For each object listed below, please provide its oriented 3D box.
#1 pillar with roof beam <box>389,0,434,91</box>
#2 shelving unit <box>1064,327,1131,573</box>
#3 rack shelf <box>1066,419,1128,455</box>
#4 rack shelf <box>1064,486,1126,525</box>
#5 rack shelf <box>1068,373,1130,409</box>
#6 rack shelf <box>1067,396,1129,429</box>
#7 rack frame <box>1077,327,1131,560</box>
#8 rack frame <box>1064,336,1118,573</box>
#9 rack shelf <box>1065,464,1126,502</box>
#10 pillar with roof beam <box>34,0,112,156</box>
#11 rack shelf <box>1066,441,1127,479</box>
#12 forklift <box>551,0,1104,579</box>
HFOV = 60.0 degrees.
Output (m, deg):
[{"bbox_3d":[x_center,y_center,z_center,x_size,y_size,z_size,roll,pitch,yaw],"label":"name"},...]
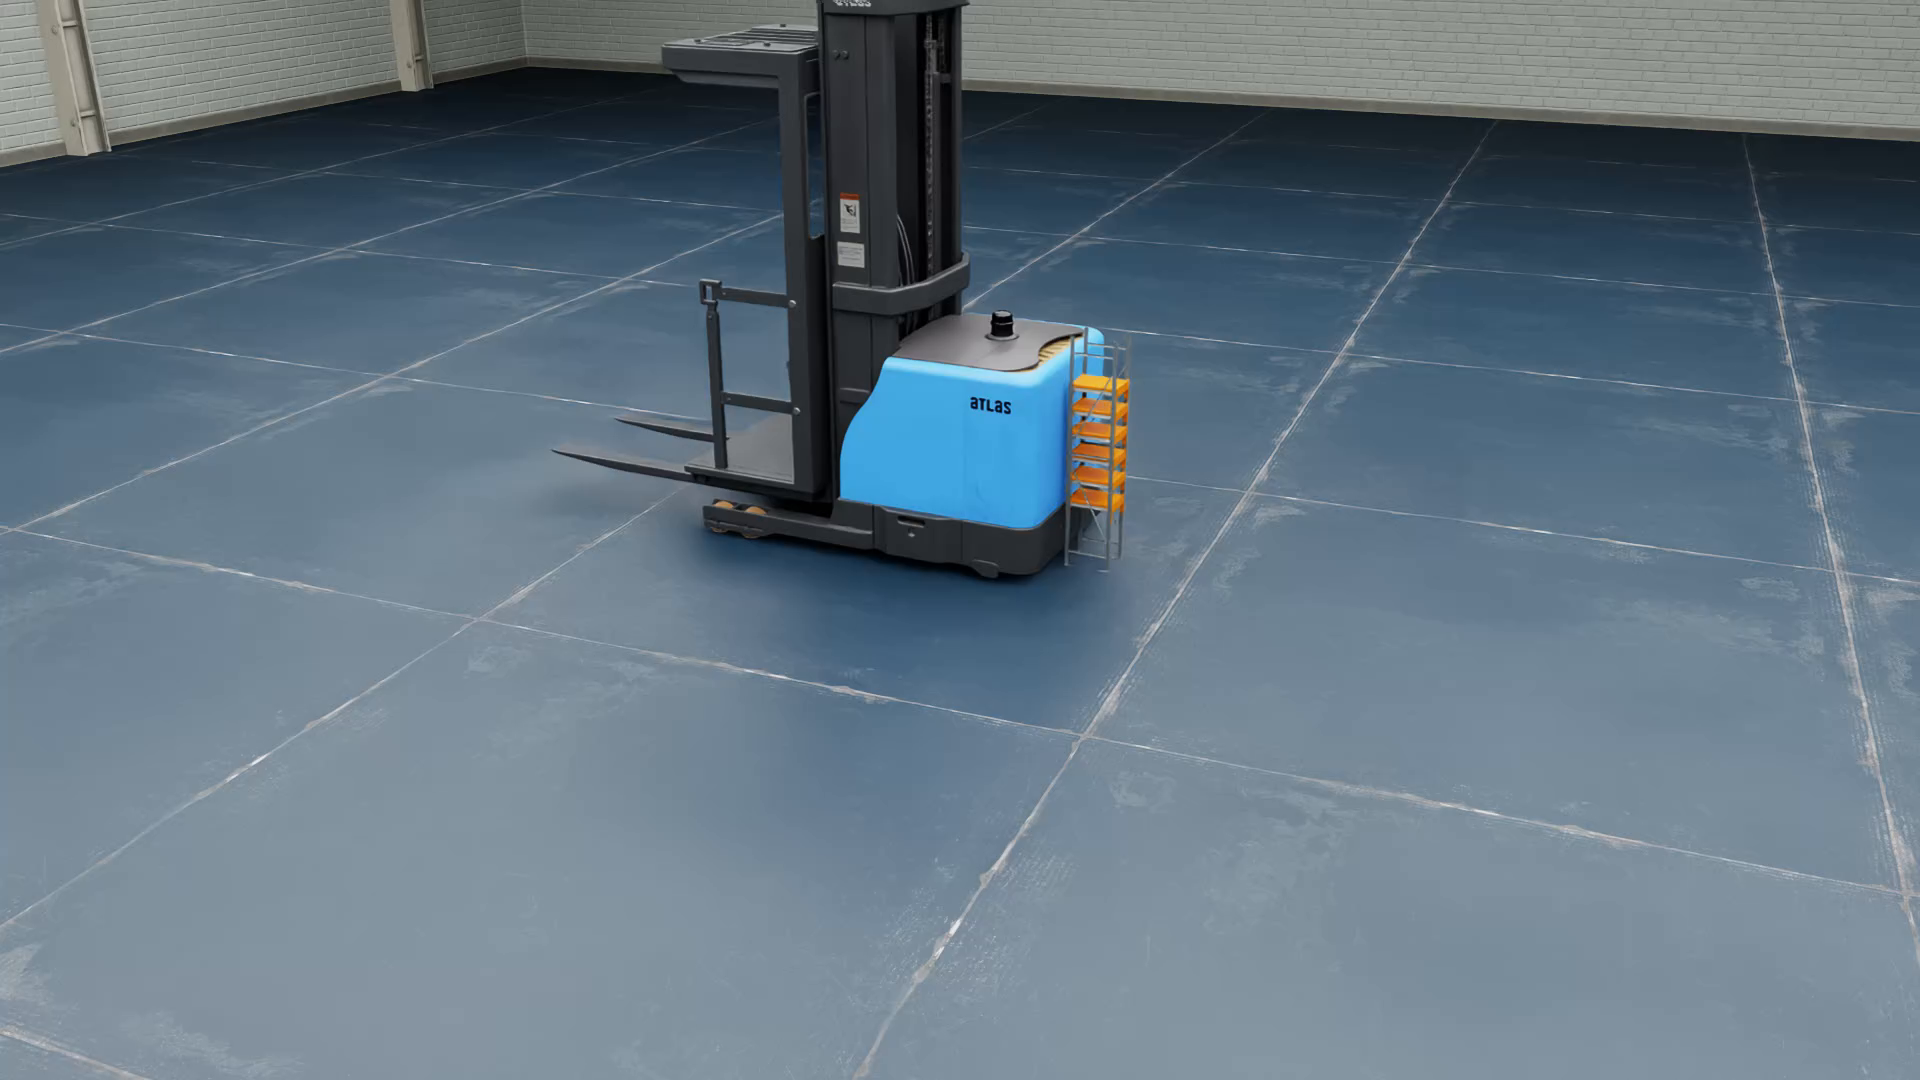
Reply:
[{"bbox_3d":[-4.141,-10.293,21.716,9.100,9.000,0.400,9,24,20],"label":"pillar with roof beam"},{"bbox_3d":[0.678,-0.438,8.241,0.258,1.200,0.189,10,25,23],"label":"shelving unit"},{"bbox_3d":[0.678,-0.508,8.212,0.258,0.103,0.180,10,25,23],"label":"rack shelf"},{"bbox_3d":[0.678,-0.175,8.351,0.258,0.103,0.180,10,25,23],"label":"rack shelf"},{"bbox_3d":[0.678,-0.729,8.120,0.258,0.103,0.180,10,25,23],"label":"rack shelf"},{"bbox_3d":[0.678,-0.618,8.166,0.258,0.103,0.180,10,25,23],"label":"rack shelf"},{"bbox_3d":[0.717,-0.470,8.318,0.240,1.200,0.006,10,25,23],"label":"rack frame"},{"bbox_3d":[0.640,-0.406,8.165,0.240,1.200,0.006,10,25,23],"label":"rack frame"},{"bbox_3d":[0.678,-0.286,8.305,0.258,0.103,0.180,10,25,23],"label":"rack shelf"},{"bbox_3d":[-6.369,-8.146,16.576,9.100,9.000,0.400,9,24,20],"label":"pillar with roof beam"},{"bbox_3d":[0.678,-0.397,8.258,0.258,0.103,0.180,10,25,23],"label":"rack shelf"},{"bbox_3d":[-0.802,-1.530,8.609,3.031,2.935,1.130,10,25,23],"label":"forklift"}]
